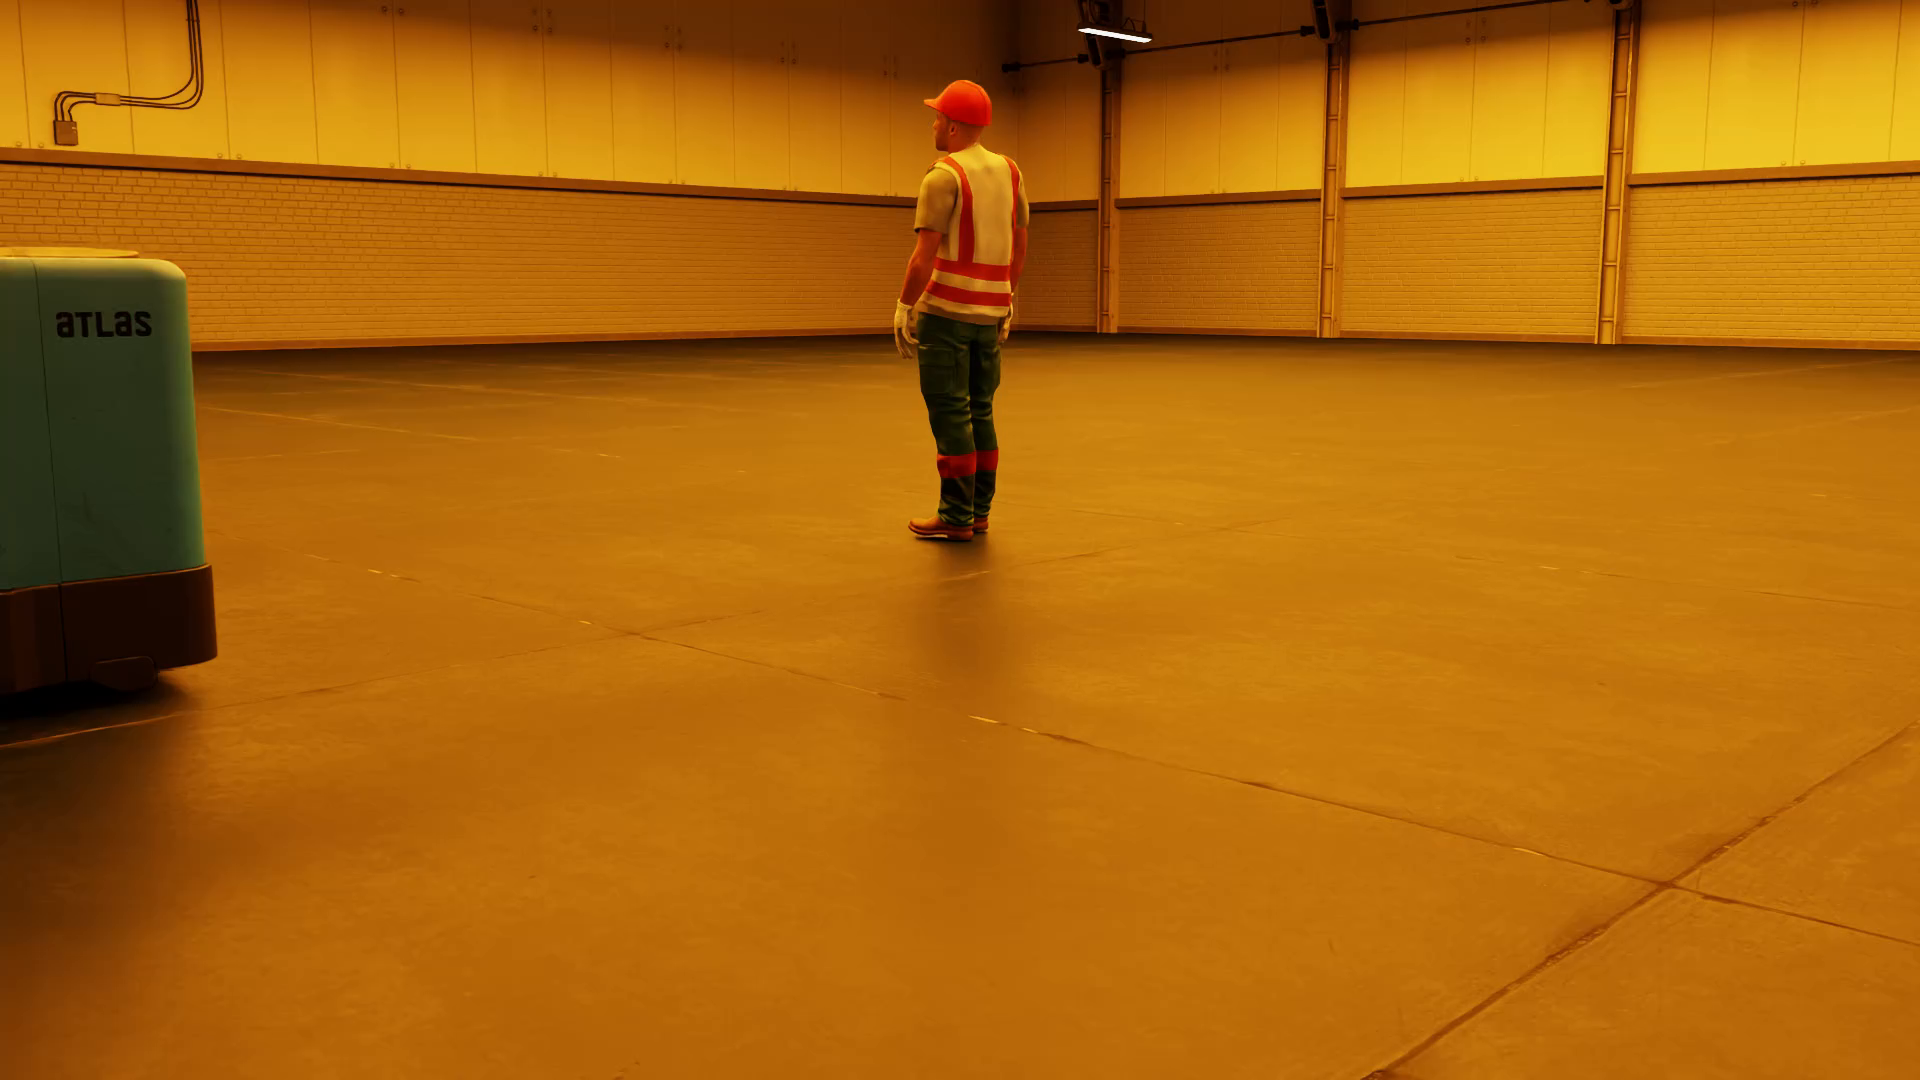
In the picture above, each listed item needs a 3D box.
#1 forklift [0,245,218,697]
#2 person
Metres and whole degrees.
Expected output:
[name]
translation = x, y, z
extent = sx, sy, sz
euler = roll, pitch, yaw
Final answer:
[forklift]
translation = -3.316, -0.978, 3.367
extent = 3.031, 2.935, 1.130
euler = -8, 12, -42
[person]
translation = -0.050, -0.902, 6.647
extent = 0.562, 1.790, 0.637
euler = 8, 12, 43
